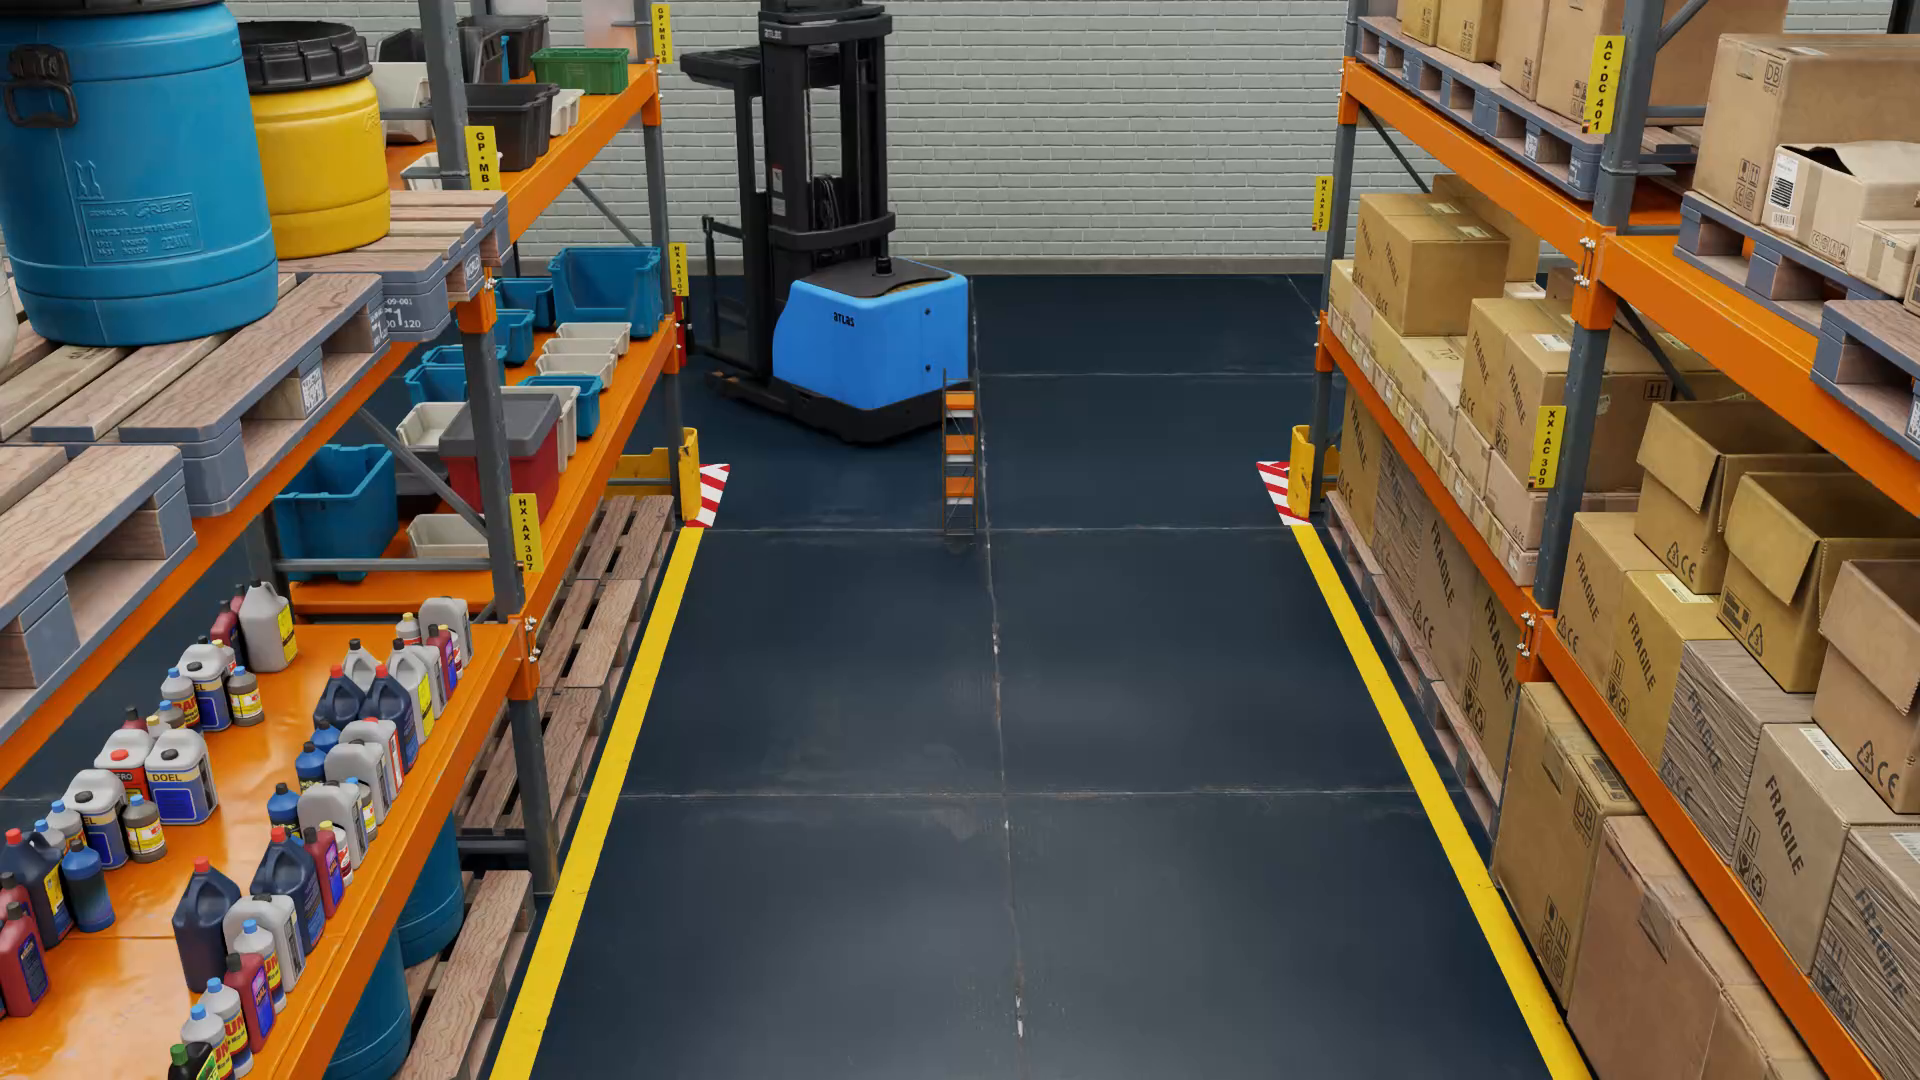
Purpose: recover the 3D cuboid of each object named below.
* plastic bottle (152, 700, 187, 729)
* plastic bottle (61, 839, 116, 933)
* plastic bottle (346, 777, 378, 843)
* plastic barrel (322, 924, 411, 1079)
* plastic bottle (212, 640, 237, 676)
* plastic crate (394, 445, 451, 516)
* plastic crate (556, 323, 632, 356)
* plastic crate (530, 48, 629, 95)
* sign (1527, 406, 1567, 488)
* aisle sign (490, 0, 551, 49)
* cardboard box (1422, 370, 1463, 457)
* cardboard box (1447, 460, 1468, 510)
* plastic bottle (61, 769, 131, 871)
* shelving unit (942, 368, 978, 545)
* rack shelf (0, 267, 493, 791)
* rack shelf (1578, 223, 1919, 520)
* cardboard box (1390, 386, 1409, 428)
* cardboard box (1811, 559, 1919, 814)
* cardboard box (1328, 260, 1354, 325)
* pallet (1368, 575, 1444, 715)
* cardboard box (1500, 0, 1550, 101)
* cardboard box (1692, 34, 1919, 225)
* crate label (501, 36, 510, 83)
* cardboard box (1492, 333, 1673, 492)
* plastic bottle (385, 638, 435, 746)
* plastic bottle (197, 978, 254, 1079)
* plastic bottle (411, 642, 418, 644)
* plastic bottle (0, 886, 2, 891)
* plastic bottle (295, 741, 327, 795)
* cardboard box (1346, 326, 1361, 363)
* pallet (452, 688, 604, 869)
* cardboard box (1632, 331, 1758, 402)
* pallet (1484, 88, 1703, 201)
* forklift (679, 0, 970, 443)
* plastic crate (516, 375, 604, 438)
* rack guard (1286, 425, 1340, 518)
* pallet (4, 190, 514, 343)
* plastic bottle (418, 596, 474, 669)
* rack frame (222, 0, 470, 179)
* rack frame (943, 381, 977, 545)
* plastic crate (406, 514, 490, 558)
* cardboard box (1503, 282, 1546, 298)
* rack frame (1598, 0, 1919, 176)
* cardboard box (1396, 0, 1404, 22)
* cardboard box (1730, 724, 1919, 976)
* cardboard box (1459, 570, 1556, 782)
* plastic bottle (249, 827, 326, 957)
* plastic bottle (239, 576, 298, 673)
[{"bbox_3d":[-2.596,0.624,5.471,0.097,0.201,0.097,0,24,0],"label":"plastic bottle"},{"bbox_3d":[-2.442,0.958,4.648,0.097,0.271,0.097,0,24,0],"label":"plastic bottle"},{"bbox_3d":[-1.832,0.815,5.049,0.097,0.201,0.097,0,24,0],"label":"plastic bottle"},{"bbox_3d":[-2.202,1.383,5.589,0.600,0.901,0.708,0,24,-1],"label":"plastic barrel"},{"bbox_3d":[-2.601,0.448,5.860,0.097,0.201,0.097,0,24,0],"label":"plastic bottle"},{"bbox_3d":[-2.480,-0.260,7.445,0.437,0.125,0.590,0,24,-1],"label":"plastic crate"},{"bbox_3d":[-2.053,-1.118,9.329,0.396,0.136,0.243,0,24,-1],"label":"plastic crate"},{"bbox_3d":[-1.946,-2.411,8.558,0.450,0.188,0.336,0,24,-1],"label":"plastic crate"},{"bbox_3d":[2.199,-0.347,6.232,0.100,0.325,0.005,0,24,-1],"label":"sign"},{"bbox_3d":[-2.540,-2.759,9.555,0.394,0.787,0.004,0,24,-1],"label":"aisle sign"},{"bbox_3d":[2.473,-0.592,7.739,0.500,0.250,0.500,0,24,1],"label":"cardboard box"},{"bbox_3d":[2.414,-0.248,7.462,0.380,0.149,0.250,0,24,0],"label":"cardboard box"},{"bbox_3d":[-2.562,0.828,4.929,0.152,0.276,0.135,0,24,-1],"label":"plastic bottle"},{"bbox_3d":[-0.001,-0.500,10.082,0.215,1.050,0.252,0,24,-1],"label":"shelving unit"},{"bbox_3d":[-2.177,-0.113,4.092,1.077,0.370,4.000,0,24,-1],"label":"rack shelf"},{"bbox_3d":[2.775,-0.135,4.141,1.077,0.370,4.000,0,24,-1],"label":"rack shelf"},{"bbox_3d":[2.402,-0.672,8.401,0.380,0.149,0.250,-1,24,-2],"label":"cardboard box"},{"bbox_3d":[2.787,0.379,4.432,0.797,0.503,0.637,1,24,1],"label":"cardboard box"},{"bbox_3d":[2.445,-1.436,9.607,0.500,0.250,0.500,-1,24,-2],"label":"cardboard box"},{"bbox_3d":[2.807,0.533,8.816,1.003,0.211,1.213,0,24,-1],"label":"pallet"},{"bbox_3d":[2.684,-2.113,6.890,0.700,0.500,0.500,1,24,2],"label":"cardboard box"},{"bbox_3d":[2.770,-1.285,5.180,0.700,0.500,0.500,0,24,1],"label":"cardboard box"},{"bbox_3d":[-2.556,-2.463,8.597,0.408,0.251,0.502,0,24,-1],"label":"crate label"},{"bbox_3d":[2.481,-0.517,6.664,0.500,0.500,0.500,0,24,1],"label":"cardboard box"},{"bbox_3d":[-1.862,0.502,5.560,0.144,0.351,0.185,0,24,-1],"label":"plastic bottle"},{"bbox_3d":[-1.821,1.201,4.111,0.097,0.271,0.097,0,24,0],"label":"plastic bottle"},{"bbox_3d":[-1.902,0.457,5.841,0.097,0.201,0.097,0,24,0],"label":"plastic bottle"},{"bbox_3d":[-2.602,1.037,4.459,0.061,0.283,0.133,0,24,-1],"label":"plastic bottle"},{"bbox_3d":[-1.985,0.744,5.121,0.097,0.271,0.097,0,24,0],"label":"plastic bottle"},{"bbox_3d":[2.391,-1.095,9.336,0.380,0.149,0.250,-1,24,-2],"label":"cardboard box"},{"bbox_3d":[-2.246,1.070,7.628,1.003,0.211,1.213,0,24,-1],"label":"pallet"},{"bbox_3d":[3.004,-0.527,6.687,0.500,0.500,0.500,0,24,-1],"label":"cardboard box"},{"bbox_3d":[2.755,-1.583,6.579,1.003,0.211,1.213,0,24,-1],"label":"pallet"},{"bbox_3d":[-1.307,-2.531,12.289,1.130,2.935,3.031,-21,32,-39],"label":"forklift"},{"bbox_3d":[-1.964,-0.652,8.182,0.416,0.233,0.300,0,24,-1],"label":"plastic crate"},{"bbox_3d":[2.710,-0.439,10.615,1.175,0.500,0.348,0,24,-1],"label":"rack guard"},{"bbox_3d":[-2.093,-0.856,5.092,1.213,0.211,1.003,0,24,-1],"label":"pallet"},{"bbox_3d":[-1.871,0.320,6.054,0.152,0.276,0.135,0,24,-1],"label":"plastic bottle"},{"bbox_3d":[-2.199,-2.631,5.148,1.000,3.000,0.127,0,24,-1],"label":"rack frame"},{"bbox_3d":[0.001,-0.450,9.971,0.200,1.050,0.008,0,24,-1],"label":"rack frame"},{"bbox_3d":[-2.061,0.003,6.851,0.396,0.136,0.243,0,24,-1],"label":"plastic crate"},{"bbox_3d":[2.986,-1.228,9.146,0.500,0.250,0.500,-1,24,-1],"label":"cardboard box"},{"bbox_3d":[2.754,-2.653,5.197,1.000,3.000,0.127,0,24,-1],"label":"rack frame"},{"bbox_3d":[2.769,-3.003,8.858,0.700,0.500,0.500,-2,24,-4],"label":"cardboard box"},{"bbox_3d":[2.531,0.851,4.606,0.500,0.500,0.500,0,24,0],"label":"cardboard box"},{"bbox_3d":[2.826,0.584,7.387,0.875,0.875,0.875,0,24,-1],"label":"cardboard box"},{"bbox_3d":[-1.850,0.956,4.556,0.144,0.351,0.185,0,24,-1],"label":"plastic bottle"},{"bbox_3d":[-2.519,0.288,6.033,0.144,0.351,0.185,0,24,-1],"label":"plastic bottle"}]
